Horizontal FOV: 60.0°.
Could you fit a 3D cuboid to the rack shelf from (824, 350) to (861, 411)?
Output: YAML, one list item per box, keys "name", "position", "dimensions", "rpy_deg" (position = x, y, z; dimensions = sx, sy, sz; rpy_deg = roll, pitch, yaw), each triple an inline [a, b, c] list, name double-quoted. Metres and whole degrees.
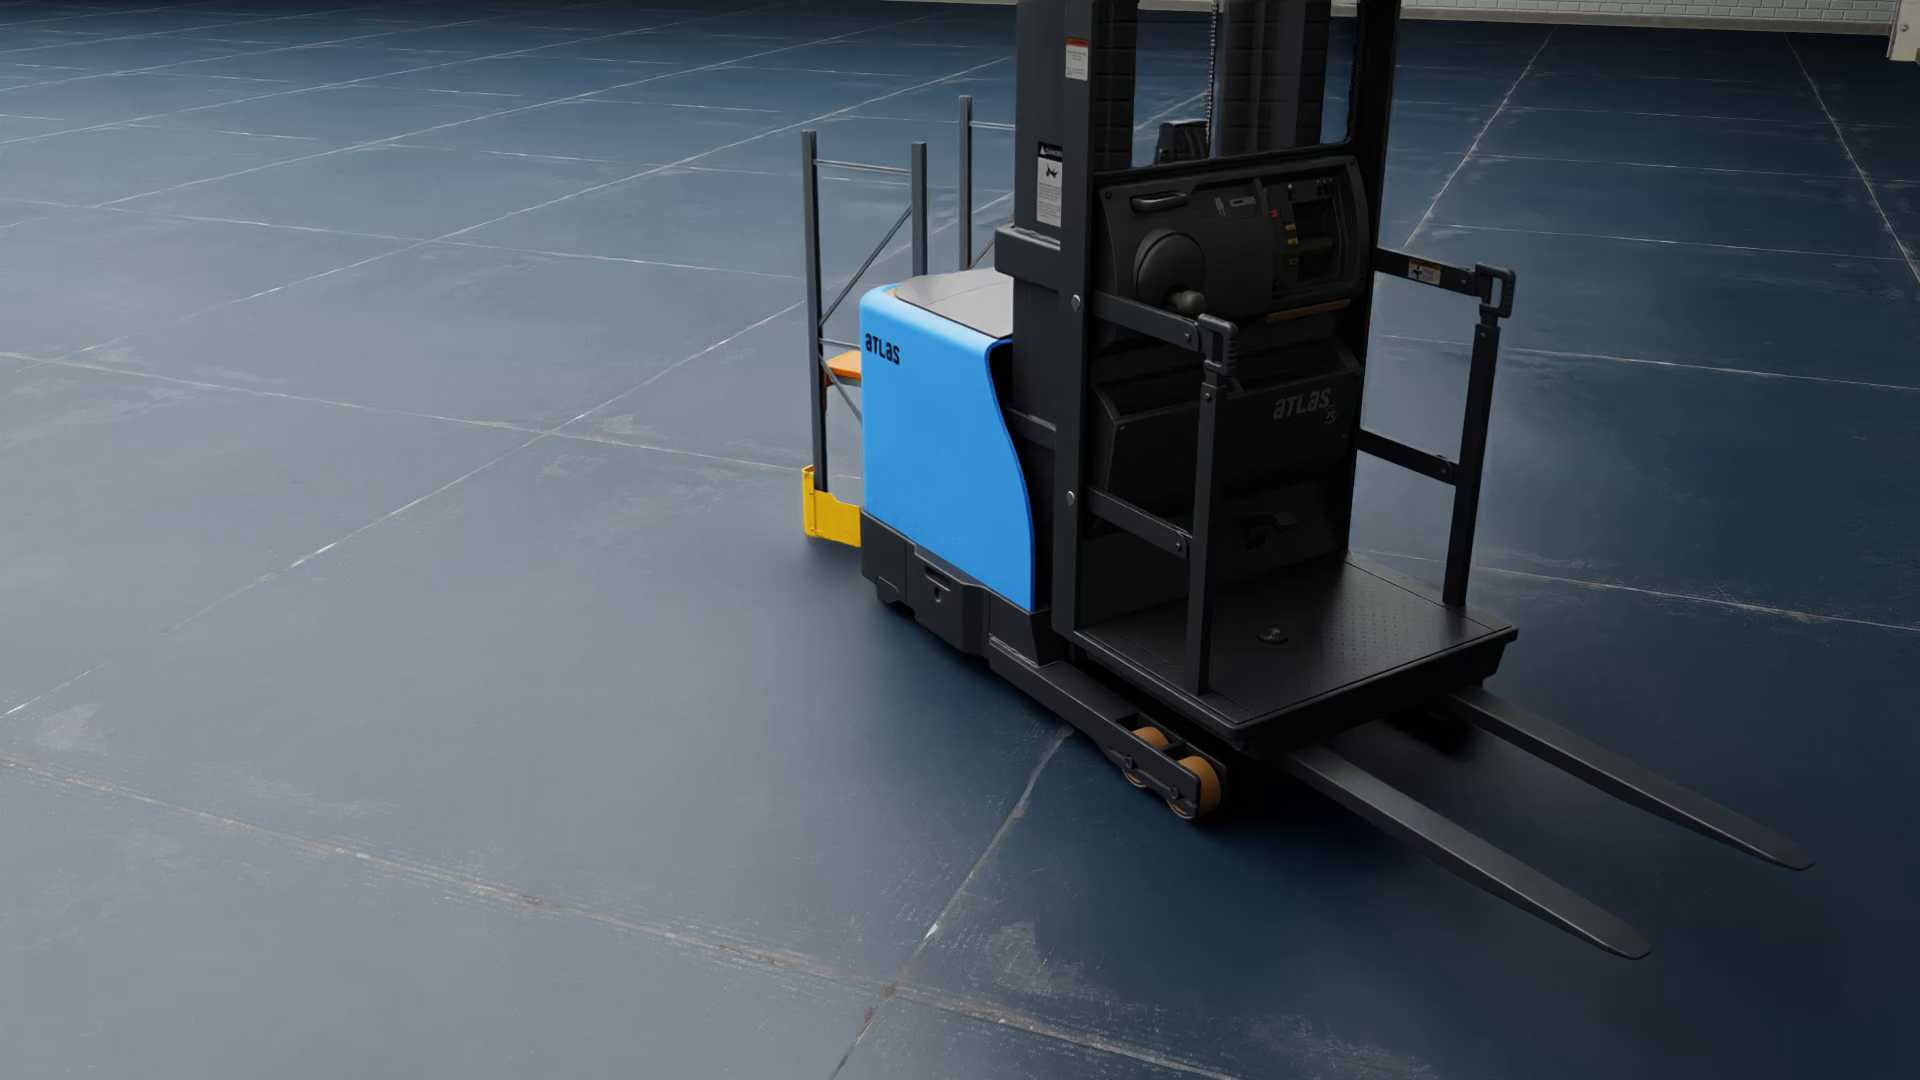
- name: "rack shelf"
  position: [-0.058, -0.673, 6.383]
  dimensions: [0.538, 0.185, 1.000]
  rpy_deg: [14, 26, 30]

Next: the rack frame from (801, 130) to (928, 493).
- name: "rack frame"
  position: [-0.330, -0.674, 5.917]
  dimensions: [0.500, 1.500, 0.032]
  rpy_deg: [14, 26, 30]

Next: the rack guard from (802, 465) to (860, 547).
- name: "rack guard"
  position: [-0.329, -0.097, 6.159]
  dimensions: [0.587, 0.250, 0.087]
  rpy_deg: [14, 26, 30]

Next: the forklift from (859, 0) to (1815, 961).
- name: "forklift"
  position: [0.884, -0.813, 4.394]
  dimensions: [1.130, 2.935, 3.031]
  rpy_deg: [-14, 27, -30]

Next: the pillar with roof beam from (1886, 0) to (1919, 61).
- name: "pillar with roof beam"
  position: [7.529, -10.655, 20.084]
  dimensions: [9.100, 9.000, 0.400]
  rpy_deg: [9, 24, 20]

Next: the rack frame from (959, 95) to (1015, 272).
- name: "rack frame"
  position: [0.214, -1.005, 6.709]
  dimensions: [0.500, 1.500, 0.032]
  rpy_deg: [14, 26, 30]

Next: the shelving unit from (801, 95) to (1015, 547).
- name: "shelving unit"
  position: [-0.063, -0.836, 6.306]
  dimensions: [0.587, 1.500, 1.083]
  rpy_deg: [14, 26, 30]
